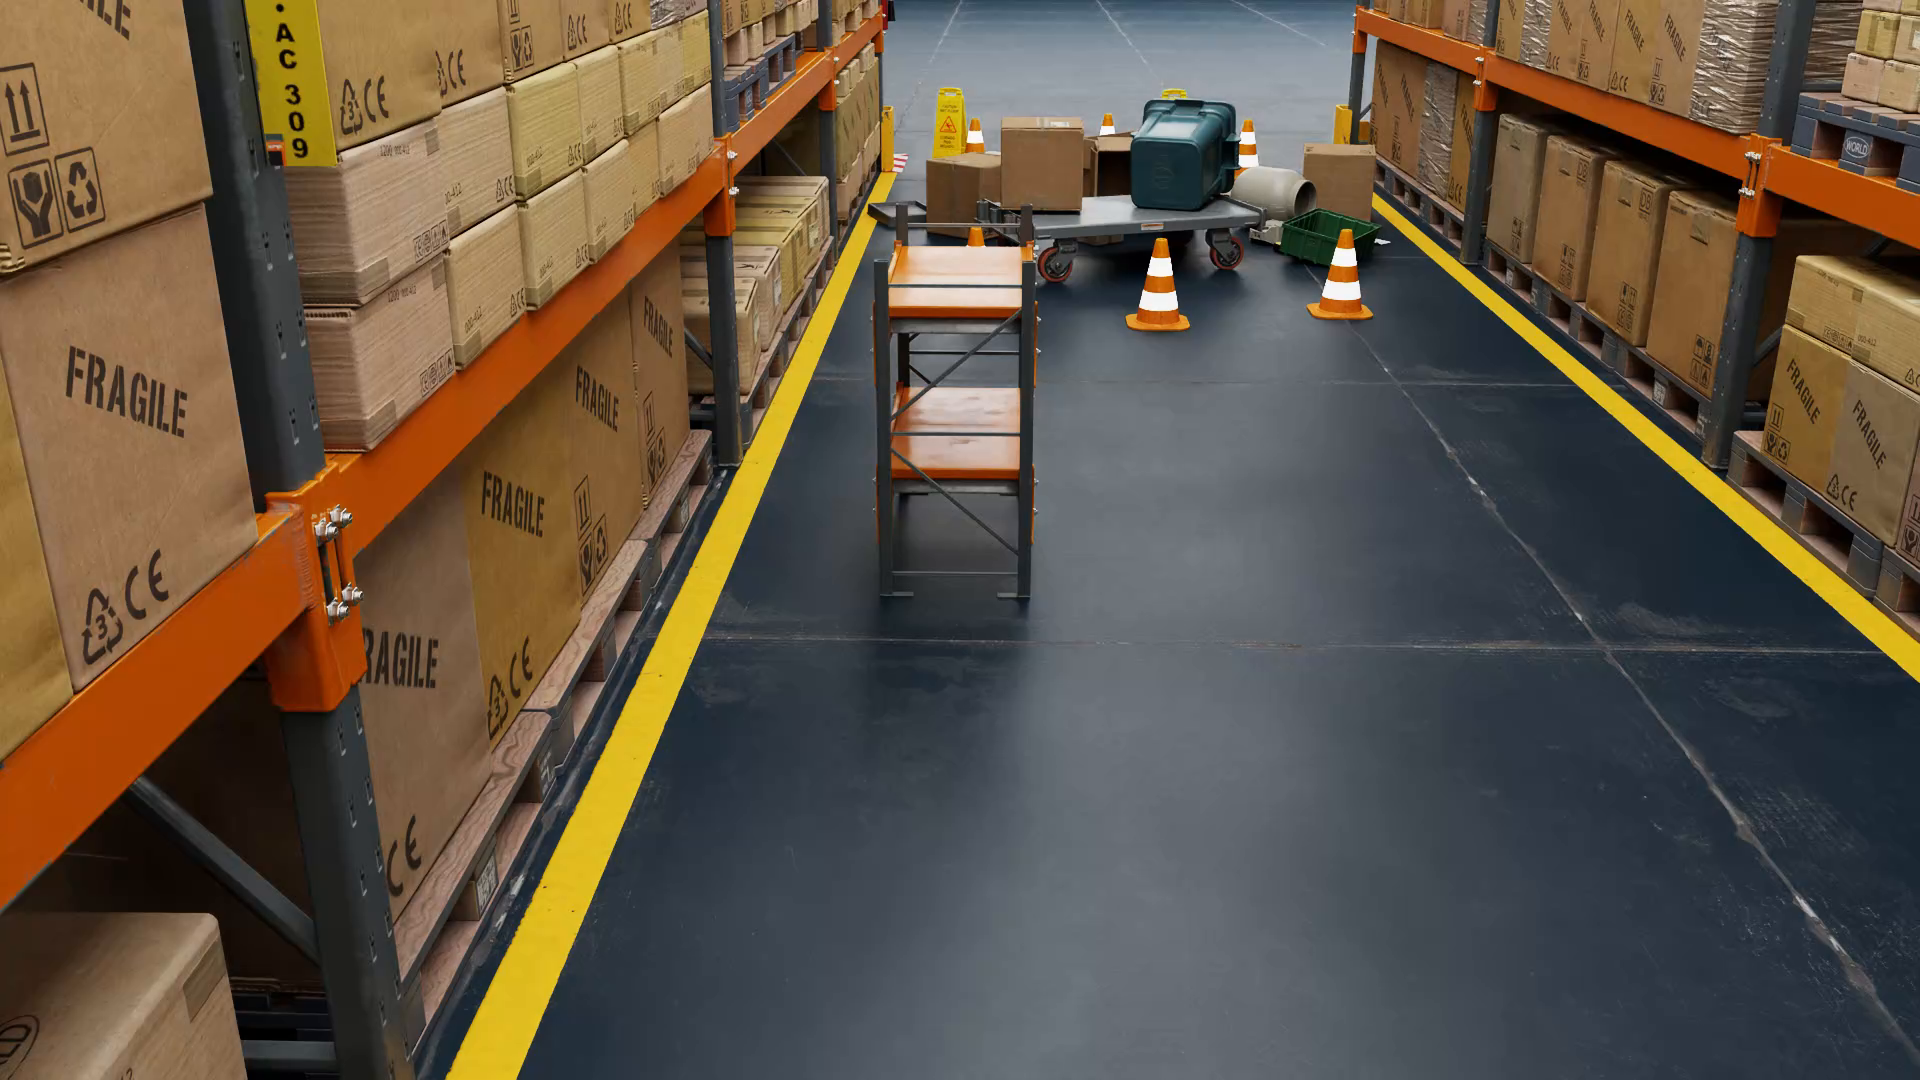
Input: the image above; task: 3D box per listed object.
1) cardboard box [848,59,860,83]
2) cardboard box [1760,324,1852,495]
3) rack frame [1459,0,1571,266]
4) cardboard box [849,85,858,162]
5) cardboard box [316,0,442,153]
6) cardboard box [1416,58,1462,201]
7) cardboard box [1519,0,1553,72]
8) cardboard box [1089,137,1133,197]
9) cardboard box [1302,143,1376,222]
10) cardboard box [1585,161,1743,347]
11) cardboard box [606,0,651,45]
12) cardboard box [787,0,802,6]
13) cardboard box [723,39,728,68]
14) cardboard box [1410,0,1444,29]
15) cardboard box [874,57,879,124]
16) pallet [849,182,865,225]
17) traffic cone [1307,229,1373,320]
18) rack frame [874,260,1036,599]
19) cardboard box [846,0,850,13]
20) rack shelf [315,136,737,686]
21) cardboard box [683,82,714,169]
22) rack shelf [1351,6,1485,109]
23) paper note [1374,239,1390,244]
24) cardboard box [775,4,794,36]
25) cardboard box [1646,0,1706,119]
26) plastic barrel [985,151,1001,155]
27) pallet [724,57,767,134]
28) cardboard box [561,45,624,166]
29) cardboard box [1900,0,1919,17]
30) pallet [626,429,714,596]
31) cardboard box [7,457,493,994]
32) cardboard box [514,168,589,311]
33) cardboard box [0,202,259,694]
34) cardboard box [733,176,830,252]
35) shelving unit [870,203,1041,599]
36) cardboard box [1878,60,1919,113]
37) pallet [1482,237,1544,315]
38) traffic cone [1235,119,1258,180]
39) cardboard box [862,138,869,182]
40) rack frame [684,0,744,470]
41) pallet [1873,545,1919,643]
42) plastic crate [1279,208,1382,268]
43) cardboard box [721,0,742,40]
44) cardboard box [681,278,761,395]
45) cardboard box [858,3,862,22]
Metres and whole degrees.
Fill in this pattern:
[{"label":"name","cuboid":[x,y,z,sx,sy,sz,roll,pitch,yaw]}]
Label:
[{"label":"cardboard box","cuboid":[-0.905,-3.263,11.579,0.380,0.149,0.250,2,21,5]},{"label":"cardboard box","cuboid":[3.277,-0.472,5.974,0.500,0.500,0.500,0,21,-1]},{"label":"rack frame","cuboid":[3.675,-3.141,9.977,1.000,3.000,0.127,1,21,2]},{"label":"cardboard box","cuboid":[-0.983,-2.827,11.351,0.500,0.500,0.500,1,21,4]},{"label":"cardboard box","cuboid":[-1.218,-0.935,2.772,0.500,0.500,0.500,1,21,2]},{"label":"cardboard box","cuboid":[3.788,-2.899,11.710,0.875,0.875,0.875,1,21,2]},{"label":"cardboard box","cuboid":[3.375,-2.818,9.006,0.500,0.500,0.500,1,21,2]},{"label":"cardboard box","cuboid":[1.303,-2.504,11.598,0.797,0.637,0.503,1,21,2]},{"label":"cardboard box","cuboid":[2.697,-2.549,11.905,0.500,0.500,0.500,4,22,11]},{"label":"cardboard box","cuboid":[3.685,-1.377,7.961,1.050,0.750,0.750,1,21,2]},{"label":"cardboard box","cuboid":[-1.181,-1.671,4.667,0.500,0.500,0.500,1,21,2]},{"label":"cardboard box","cuboid":[-1.096,-3.005,8.496,0.500,0.500,0.500,1,21,3]},{"label":"cardboard box","cuboid":[-1.160,-2.009,6.826,0.380,0.149,0.250,-1,21,-2]},{"label":"cardboard box","cuboid":[3.718,-3.930,11.804,0.875,0.550,0.500,1,21,2]},{"label":"cardboard box","cuboid":[-0.918,-3.576,13.283,0.500,0.500,0.500,1,21,2]},{"label":"pallet","cuboid":[-1.256,-2.544,12.295,1.003,0.211,1.213,1,21,2]},{"label":"traffic cone","cuboid":[2.125,-1.490,9.229,0.336,0.463,0.334,1,21,2]},{"label":"rack frame","cuboid":[-0.016,-0.338,5.345,0.500,1.125,0.032,1,21,2]},{"label":"cardboard box","cuboid":[-0.992,-3.682,10.822,0.500,0.500,0.500,1,21,1]},{"label":"rack shelf","cuboid":[-1.458,-0.654,4.563,1.077,0.370,4.000,1,21,2]},{"label":"cardboard box","cuboid":[-1.153,-1.457,5.845,0.500,0.250,0.500,0,21,0]},{"label":"rack shelf","cuboid":[3.736,-3.529,11.971,1.077,0.370,4.000,1,21,2]},{"label":"paper note","cuboid":[2.790,-2.010,11.167,0.147,0.020,0.142,-16,26,-35]},{"label":"cardboard box","cuboid":[-1.061,-2.680,8.556,0.380,0.149,0.250,1,21,2]},{"label":"cardboard box","cuboid":[3.315,-2.087,7.124,0.500,0.500,0.500,1,21,2]},{"label":"plastic barrel","cuboid":[0.296,-2.641,12.249,0.512,0.421,0.421,18,27,38]},{"label":"pallet","cuboid":[-1.482,-1.882,6.998,1.213,0.211,1.003,1,21,2]},{"label":"cardboard box","cuboid":[-1.181,-1.139,4.335,0.500,0.250,0.500,0,21,0]},{"label":"cardboard box","cuboid":[3.340,-1.789,5.436,0.380,0.149,0.250,0,21,0]},{"label":"pallet","cuboid":[-1.497,-0.128,6.068,1.003,0.211,1.213,1,21,2]},{"label":"cardboard box","cuboid":[-1.580,0.303,3.457,0.875,0.875,0.875,1,21,3]},{"label":"cardboard box","cuboid":[-1.196,-0.725,3.958,0.500,0.250,0.500,0,21,1]},{"label":"cardboard box","cuboid":[-1.278,-0.143,2.111,0.500,0.500,0.500,1,21,2]},{"label":"cardboard box","cuboid":[-1.289,-1.940,9.934,0.950,0.372,0.625,1,21,2]},{"label":"shelving unit","cuboid":[0.000,-0.522,5.819,0.538,1.125,1.048,1,21,2]},{"label":"cardboard box","cuboid":[3.330,-1.517,5.558,0.380,0.149,0.250,2,21,4]},{"label":"pallet","cuboid":[3.727,-1.561,9.761,1.003,0.211,1.213,1,21,2]},{"label":"traffic cone","cuboid":[2.361,-3.228,13.709,0.336,0.463,0.334,1,21,2]},{"label":"cardboard box","cuboid":[-0.944,-2.847,12.441,0.500,0.250,0.500,0,21,0]},{"label":"rack frame","cuboid":[-1.397,-1.713,6.296,1.000,3.000,0.127,1,21,2]},{"label":"pallet","cuboid":[3.488,0.328,4.892,1.003,0.211,1.213,1,21,2]},{"label":"plastic crate","cuboid":[2.371,-1.934,10.675,0.450,0.188,0.662,23,29,25]},{"label":"cardboard box","cuboid":[-1.152,-2.254,6.561,0.500,0.500,0.500,0,21,0]},{"label":"cardboard box","cuboid":[-1.370,-0.888,7.222,0.950,0.372,0.625,-1,21,-2]},{"label":"cardboard box","cuboid":[-0.921,-3.887,12.248,0.380,0.149,0.250,0,21,1]}]
